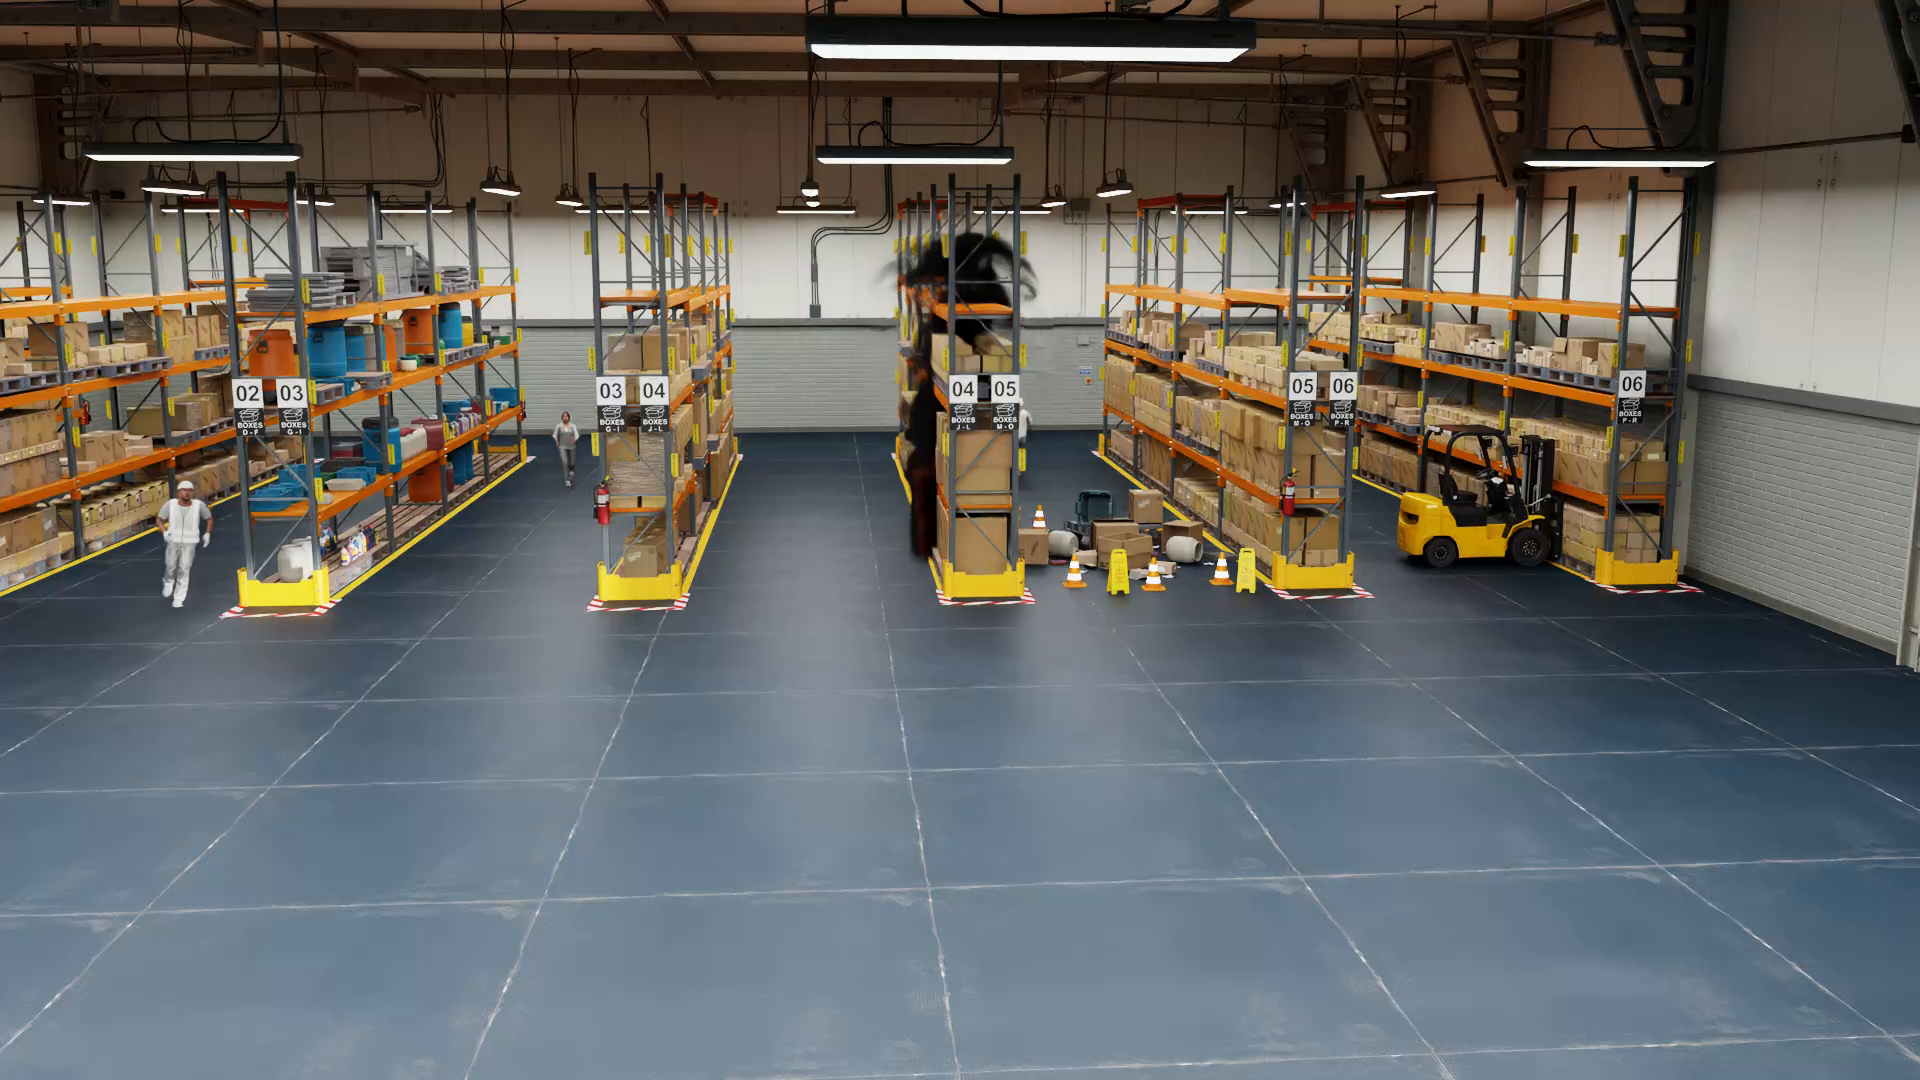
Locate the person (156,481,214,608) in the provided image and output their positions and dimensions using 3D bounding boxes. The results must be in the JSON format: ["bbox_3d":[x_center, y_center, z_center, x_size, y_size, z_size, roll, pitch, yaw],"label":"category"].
[{"bbox_3d":[-10.960,0.024,23.553,0.744,1.748,0.777,-4,11,-24],"label":"person"}]

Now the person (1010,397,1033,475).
[{"bbox_3d":[1.251,-2.307,36.744,0.708,1.739,0.555,-1,10,-4],"label":"person"}]

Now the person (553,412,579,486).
[{"bbox_3d":[-8.336,-1.942,35.218,0.541,1.552,0.666,-3,10,-15],"label":"person"}]
